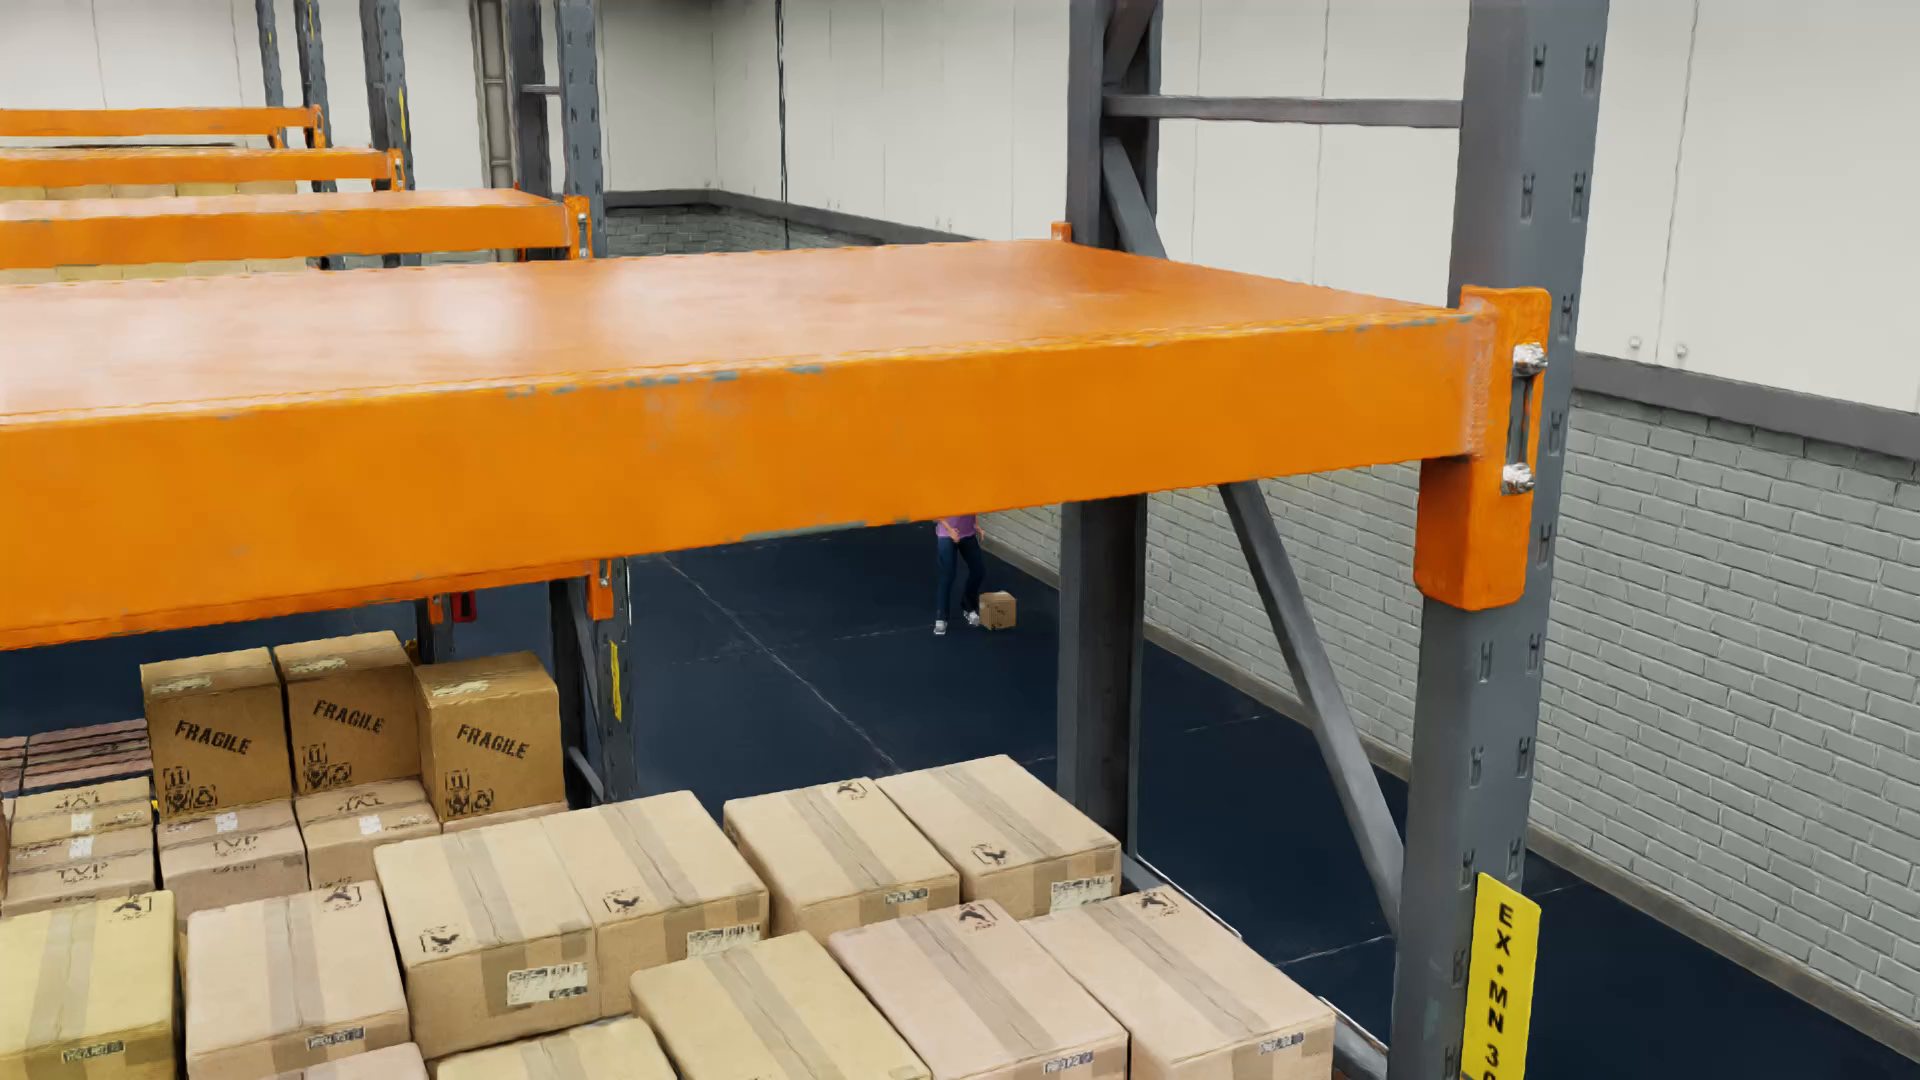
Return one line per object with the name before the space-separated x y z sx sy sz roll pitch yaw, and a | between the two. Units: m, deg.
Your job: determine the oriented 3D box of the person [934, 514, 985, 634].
person | -0.040 -0.009 14.162 0.600 1.589 0.360 -14 21 -41
